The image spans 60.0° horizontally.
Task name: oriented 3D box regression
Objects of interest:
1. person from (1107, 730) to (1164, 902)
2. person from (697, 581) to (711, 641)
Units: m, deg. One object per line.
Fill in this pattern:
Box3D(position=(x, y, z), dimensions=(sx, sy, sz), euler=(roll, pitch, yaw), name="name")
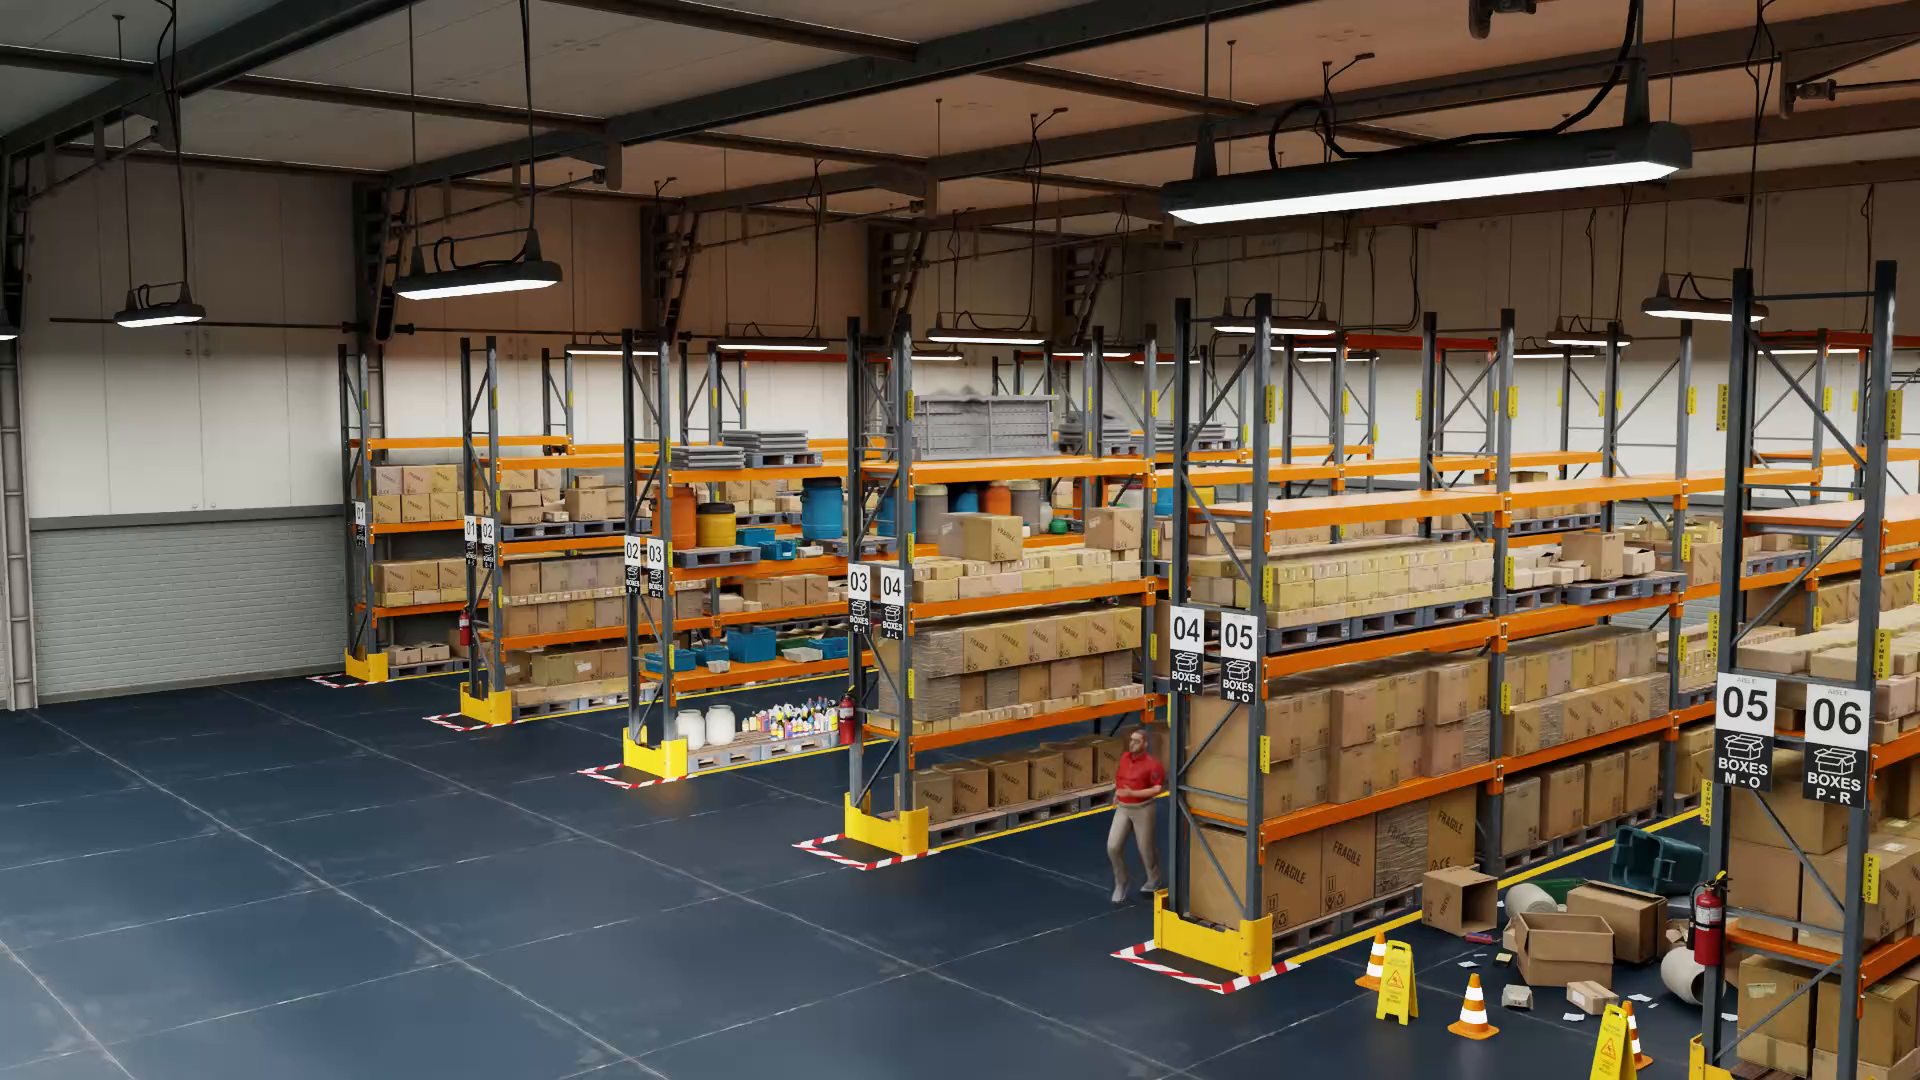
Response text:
Box3D(position=(1.787, 2.810, 16.884), dimensions=(0.632, 1.787, 0.761), euler=(4, 6, 37), name="person")
Box3D(position=(-4.805, 1.551, 31.279), dimensions=(0.541, 1.574, 0.867), euler=(3, 6, 33), name="person")
